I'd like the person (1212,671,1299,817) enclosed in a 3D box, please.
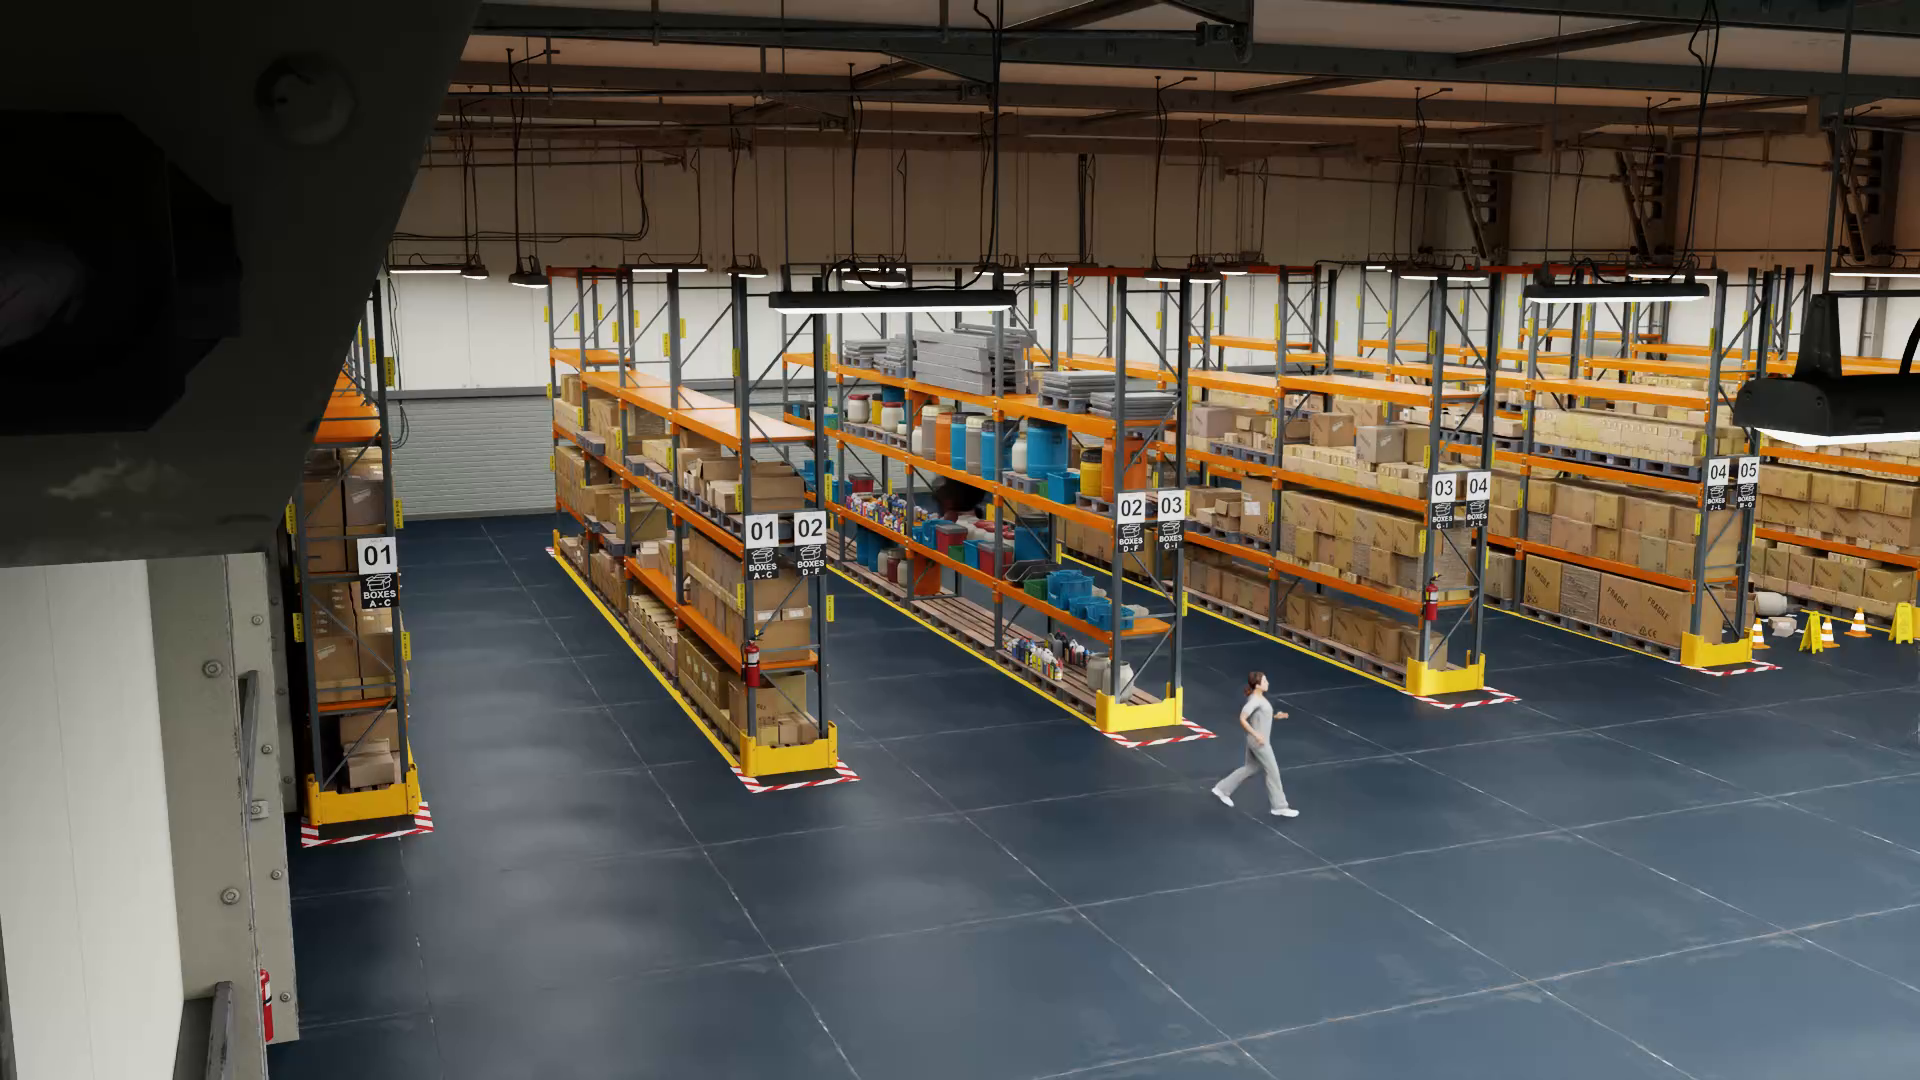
[{"bbox_3d":[3.333,2.273,18.664,0.970,1.651,0.565,1,10,6],"label":"person"}]

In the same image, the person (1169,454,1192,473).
[{"bbox_3d":[5.582,-1.691,41.619,0.822,1.702,0.587,-3,10,-18],"label":"person"}]
